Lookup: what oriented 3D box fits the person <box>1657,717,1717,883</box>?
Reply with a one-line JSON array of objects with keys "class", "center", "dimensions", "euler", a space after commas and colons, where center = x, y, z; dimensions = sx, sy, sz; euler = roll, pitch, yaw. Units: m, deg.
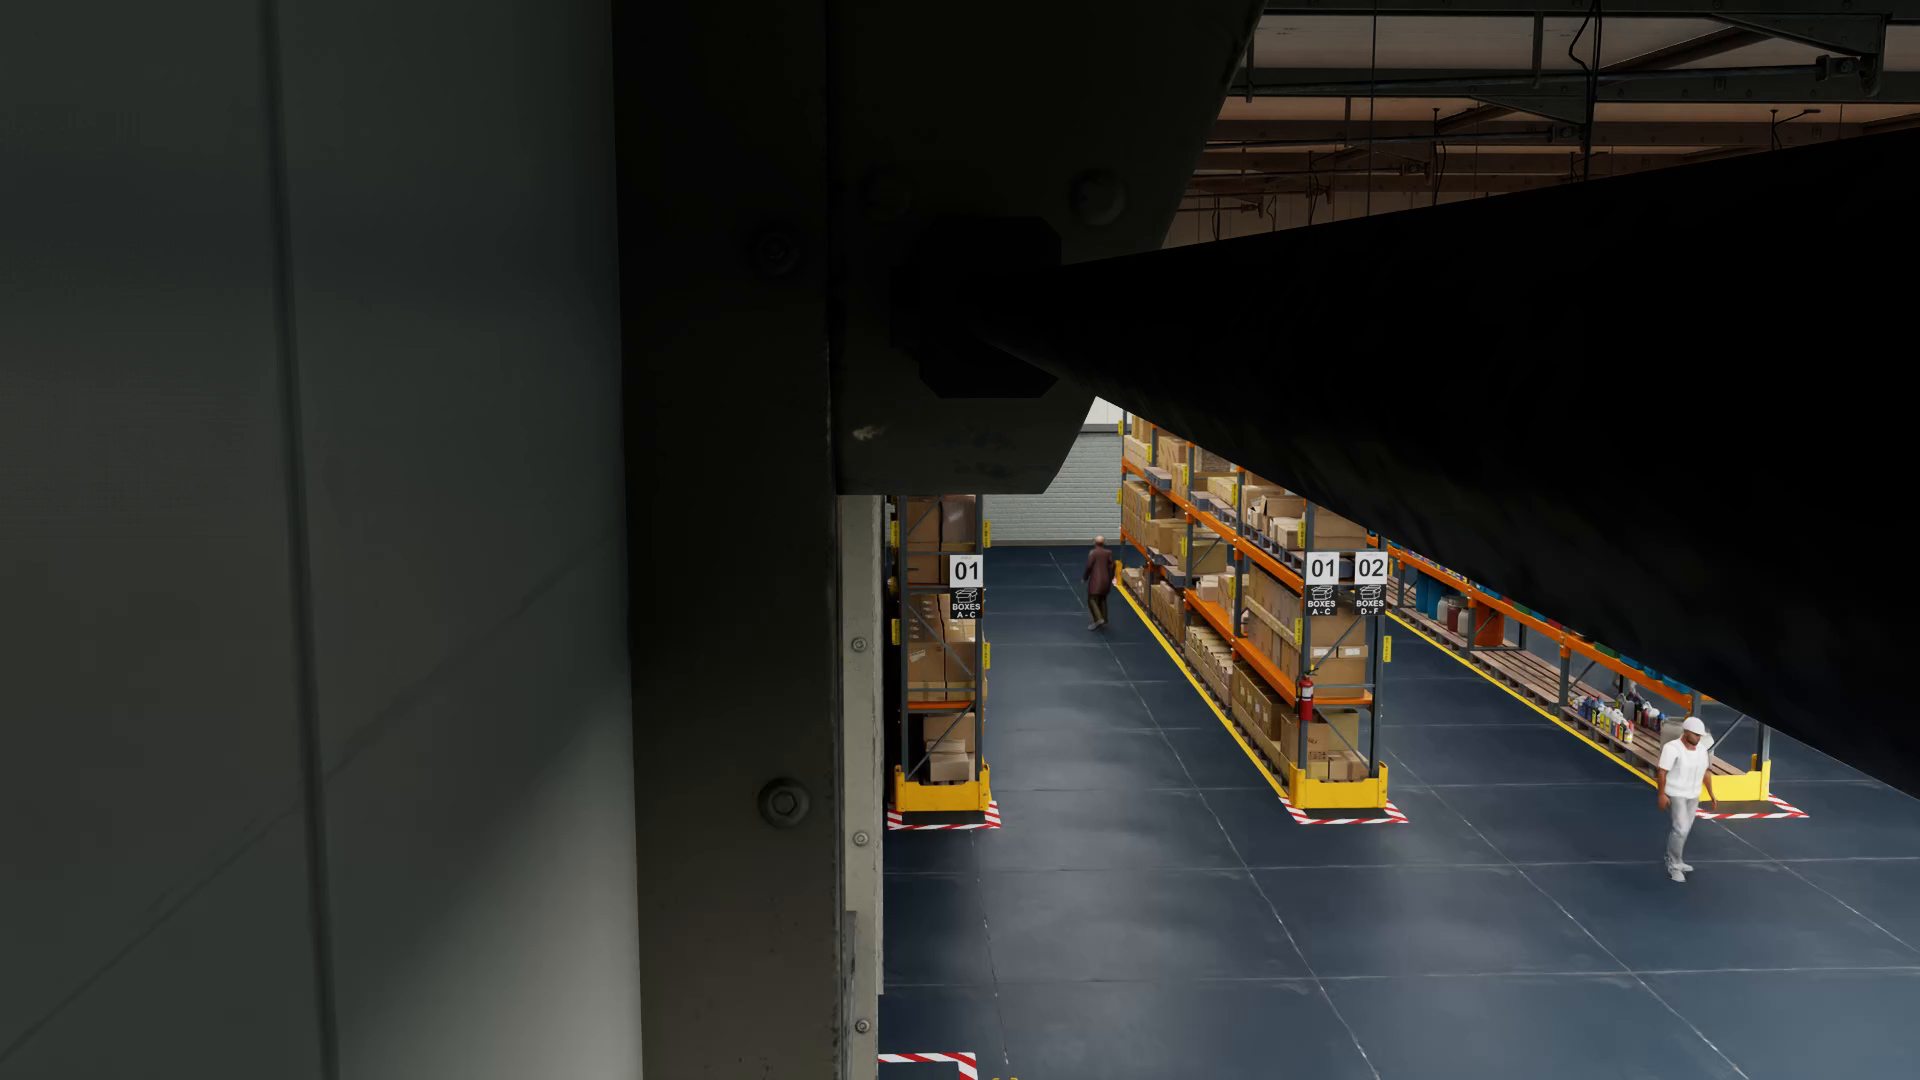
[{"class": "person", "center": [7.904, 2.819, 18.153], "dimensions": [0.633, 1.845, 0.466], "euler": [-4, 9, -24]}]

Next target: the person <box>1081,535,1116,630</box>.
[{"class": "person", "center": [2.705, 0.809, 31.663], "dimensions": [0.669, 1.755, 0.645], "euler": [-4, 9, -27]}]

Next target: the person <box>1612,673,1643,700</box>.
[{"class": "person", "center": [10.569, 1.663, 26.201], "dimensions": [0.499, 1.604, 1.001], "euler": [-2, 9, -10]}]
